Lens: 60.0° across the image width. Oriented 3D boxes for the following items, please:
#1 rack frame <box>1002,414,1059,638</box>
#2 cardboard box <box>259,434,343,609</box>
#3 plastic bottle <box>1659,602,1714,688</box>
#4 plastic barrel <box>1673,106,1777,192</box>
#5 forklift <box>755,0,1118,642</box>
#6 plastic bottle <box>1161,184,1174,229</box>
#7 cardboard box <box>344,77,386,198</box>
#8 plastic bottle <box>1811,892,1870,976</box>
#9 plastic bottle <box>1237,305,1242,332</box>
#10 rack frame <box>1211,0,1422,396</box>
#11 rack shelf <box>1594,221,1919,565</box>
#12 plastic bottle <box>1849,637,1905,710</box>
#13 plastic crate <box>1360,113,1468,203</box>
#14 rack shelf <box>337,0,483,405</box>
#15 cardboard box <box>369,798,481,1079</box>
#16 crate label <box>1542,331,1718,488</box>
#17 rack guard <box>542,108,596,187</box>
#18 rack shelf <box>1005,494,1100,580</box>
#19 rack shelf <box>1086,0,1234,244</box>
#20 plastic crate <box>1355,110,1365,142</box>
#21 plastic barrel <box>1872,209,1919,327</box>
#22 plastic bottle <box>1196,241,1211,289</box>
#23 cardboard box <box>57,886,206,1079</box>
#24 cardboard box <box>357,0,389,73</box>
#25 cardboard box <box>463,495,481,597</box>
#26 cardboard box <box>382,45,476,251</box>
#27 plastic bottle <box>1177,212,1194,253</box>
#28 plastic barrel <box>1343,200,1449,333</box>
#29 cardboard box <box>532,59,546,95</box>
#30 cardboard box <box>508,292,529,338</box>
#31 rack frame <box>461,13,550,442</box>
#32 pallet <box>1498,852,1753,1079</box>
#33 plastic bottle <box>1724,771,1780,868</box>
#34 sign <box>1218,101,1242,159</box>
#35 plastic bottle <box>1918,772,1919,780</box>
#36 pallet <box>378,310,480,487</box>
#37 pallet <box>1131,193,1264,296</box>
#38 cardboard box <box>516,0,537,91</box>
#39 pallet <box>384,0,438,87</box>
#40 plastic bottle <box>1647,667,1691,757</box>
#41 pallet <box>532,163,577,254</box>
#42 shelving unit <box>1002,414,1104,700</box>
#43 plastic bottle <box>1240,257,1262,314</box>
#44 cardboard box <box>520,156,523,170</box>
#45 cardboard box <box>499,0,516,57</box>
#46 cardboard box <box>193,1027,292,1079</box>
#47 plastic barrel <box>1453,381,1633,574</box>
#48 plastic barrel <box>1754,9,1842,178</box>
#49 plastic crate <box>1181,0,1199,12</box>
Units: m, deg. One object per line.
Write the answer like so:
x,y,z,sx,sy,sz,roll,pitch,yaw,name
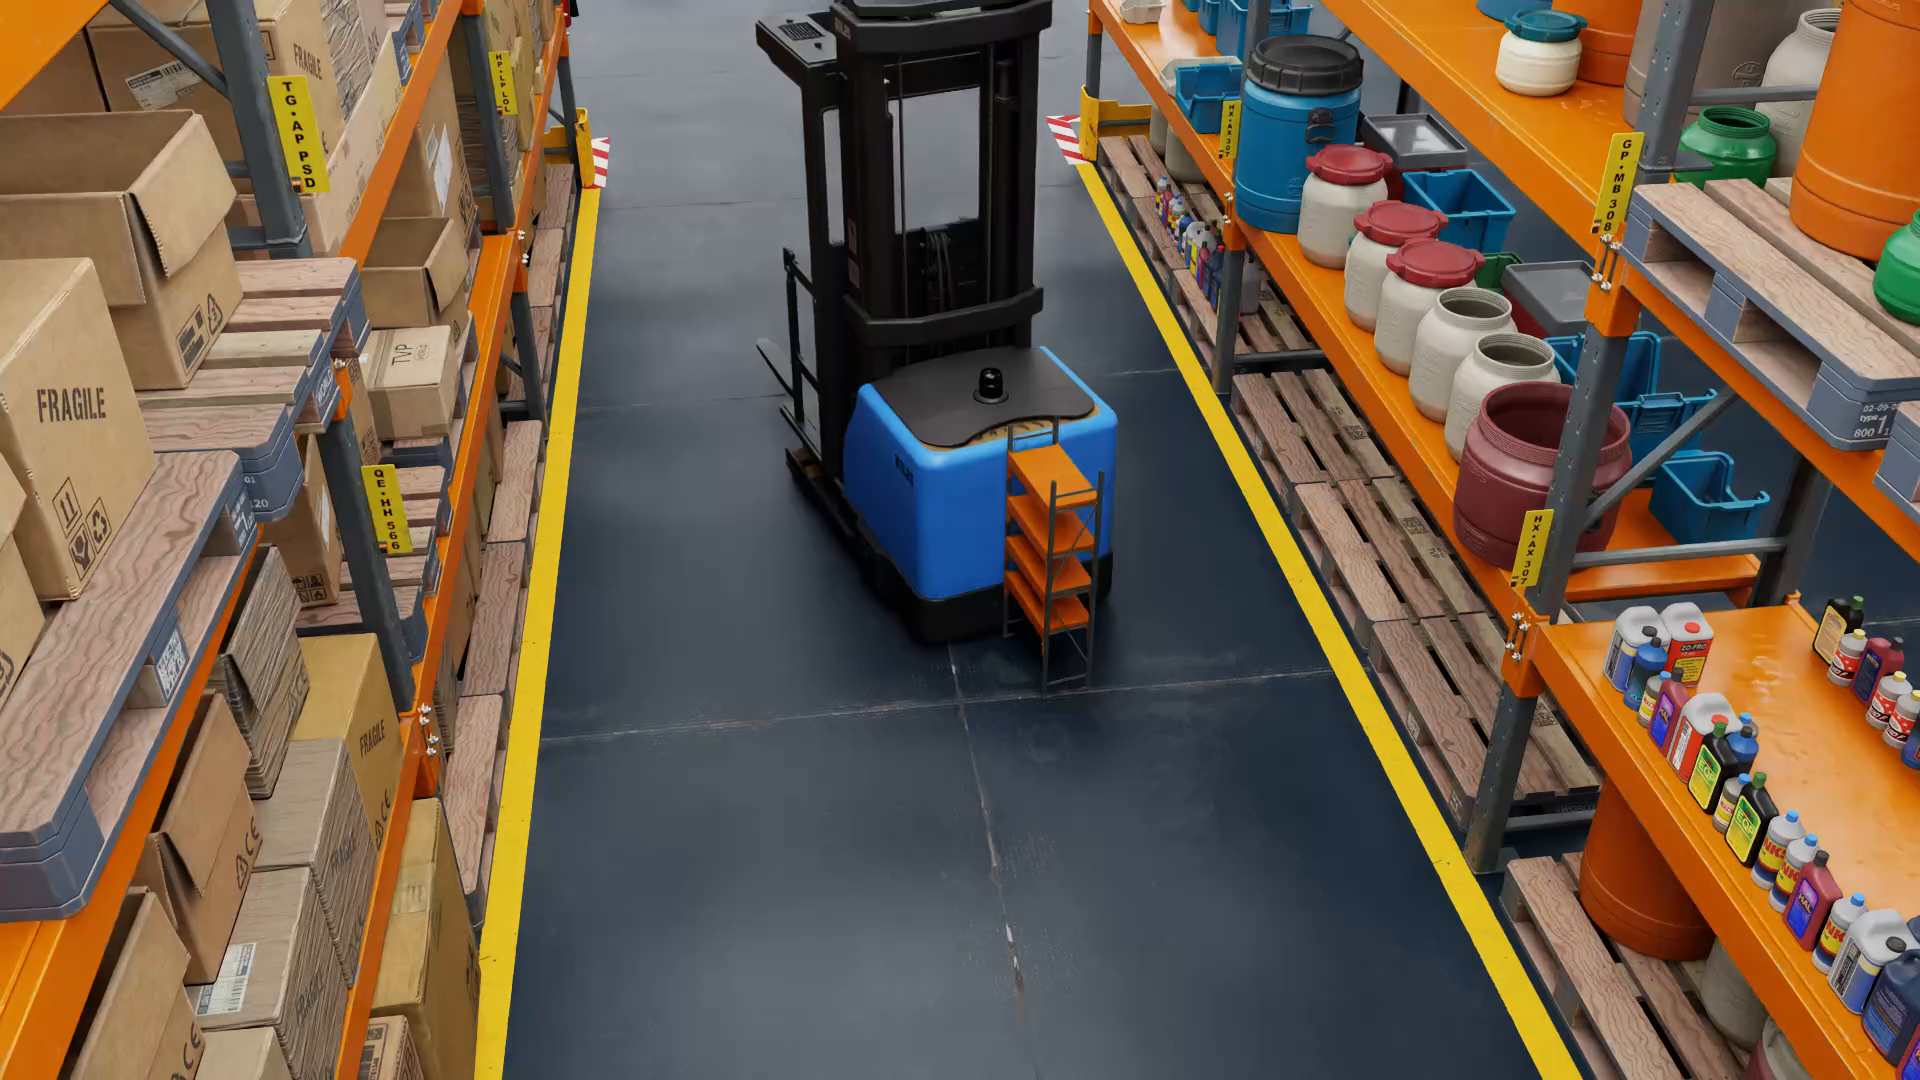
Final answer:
0.324,-0.044,7.733,0.240,1.200,0.015,-12,37,-17,rack frame
-2.450,-0.085,5.749,0.500,0.500,0.500,-9,35,-12,cardboard box
2.459,0.359,5.670,0.152,0.276,0.135,-4,35,-6,plastic bottle
2.486,-1.256,5.403,0.294,0.245,0.294,0,34,0,plastic barrel
-0.315,-1.547,8.417,1.130,2.935,3.031,-14,37,-20,forklift
1.441,-2.307,11.493,0.061,0.283,0.133,-4,34,-6,plastic bottle
-2.218,-1.317,5.489,0.500,0.250,0.500,-4,34,-5,cardboard box
2.452,1.084,4.610,0.097,0.271,0.097,0,34,0,plastic bottle
1.674,-1.383,10.210,0.097,0.201,0.097,0,34,0,plastic bottle
2.032,-2.179,9.283,1.000,3.000,0.127,-4,35,-6,rack frame
2.839,0.227,3.728,1.077,0.370,4.000,-4,35,-6,rack shelf
3.078,0.424,5.568,0.061,0.283,0.133,-4,35,-6,plastic bottle
2.400,-1.958,8.903,0.402,0.464,0.583,-4,35,-6,plastic crate
-2.607,-1.630,6.453,1.077,0.370,4.000,-4,35,-6,rack shelf
-2.266,1.520,5.370,1.225,0.875,0.875,-6,35,-9,cardboard box
2.704,-0.536,6.842,0.502,0.435,0.616,-4,35,-6,crate label
-3.404,-2.960,12.650,1.175,0.500,0.348,-4,35,-6,rack guard
0.409,-0.039,7.456,0.258,0.148,0.480,-12,37,-17,rack shelf
1.763,-2.997,11.124,1.077,0.370,4.000,-4,35,-6,rack shelf
2.088,-2.455,9.744,0.767,0.338,0.504,-4,35,-6,plastic crate
2.485,-0.687,4.196,0.294,0.245,0.294,0,34,0,plastic barrel
1.571,-1.770,10.706,0.061,0.283,0.133,-2,34,-3,plastic bottle
-2.074,1.120,3.464,0.797,0.503,0.637,-3,34,-5,cardboard box
-2.286,-1.904,5.684,0.500,0.500,0.500,-5,35,-8,cardboard box
-2.694,-0.028,7.957,0.700,0.500,0.500,-7,35,-10,cardboard box
-2.908,-1.771,7.780,1.000,1.000,1.000,-4,34,-6,cardboard box
1.516,-2.070,11.155,0.097,0.271,0.097,0,34,0,plastic bottle
2.042,-1.275,7.837,0.433,0.535,0.433,0,34,0,plastic barrel
-2.865,-2.959,10.652,0.380,0.149,0.250,-4,35,-6,cardboard box
-2.975,-1.489,10.119,0.500,0.500,0.500,6,35,9,cardboard box
-2.876,-1.804,8.733,1.000,3.000,0.127,-4,35,-6,rack frame
2.717,1.643,6.152,1.003,0.211,1.213,-4,35,-6,pallet
2.374,0.833,4.968,0.061,0.283,0.133,-4,35,-6,plastic bottle
1.485,-2.258,9.153,0.100,0.325,0.005,-4,35,-6,sign
3.115,0.686,5.255,0.097,0.201,0.097,0,34,0,plastic bottle
-2.645,-0.594,7.128,1.003,0.211,1.213,-4,35,-6,pallet
1.816,-2.087,11.624,1.003,0.211,1.213,-4,35,-6,pallet
-3.101,-3.059,10.222,0.875,0.500,0.500,-4,35,-6,cardboard box
-2.756,-2.034,6.575,1.213,0.211,1.003,-4,35,-6,pallet
2.307,0.555,5.376,0.061,0.283,0.133,-4,35,-6,plastic bottle
-3.329,-2.385,12.062,1.003,0.211,1.213,-4,35,-6,pallet
0.408,0.088,7.546,0.258,1.200,0.503,-12,37,-17,shelving unit
1.803,-1.614,10.417,0.144,0.351,0.185,-4,35,-6,plastic bottle
-2.689,-2.120,9.421,0.380,0.149,0.250,-4,35,-6,cardboard box
-2.753,-2.930,9.145,0.500,0.500,0.500,-4,35,-6,cardboard box
-1.824,1.496,3.802,0.500,0.500,0.500,-4,34,-5,cardboard box
2.207,-0.239,6.316,0.600,0.536,0.708,-4,35,-6,plastic barrel
2.832,-1.429,5.420,0.421,0.512,0.421,0,34,0,plastic barrel
1.858,-4.093,12.224,0.499,0.251,0.616,-4,35,-6,plastic crate
